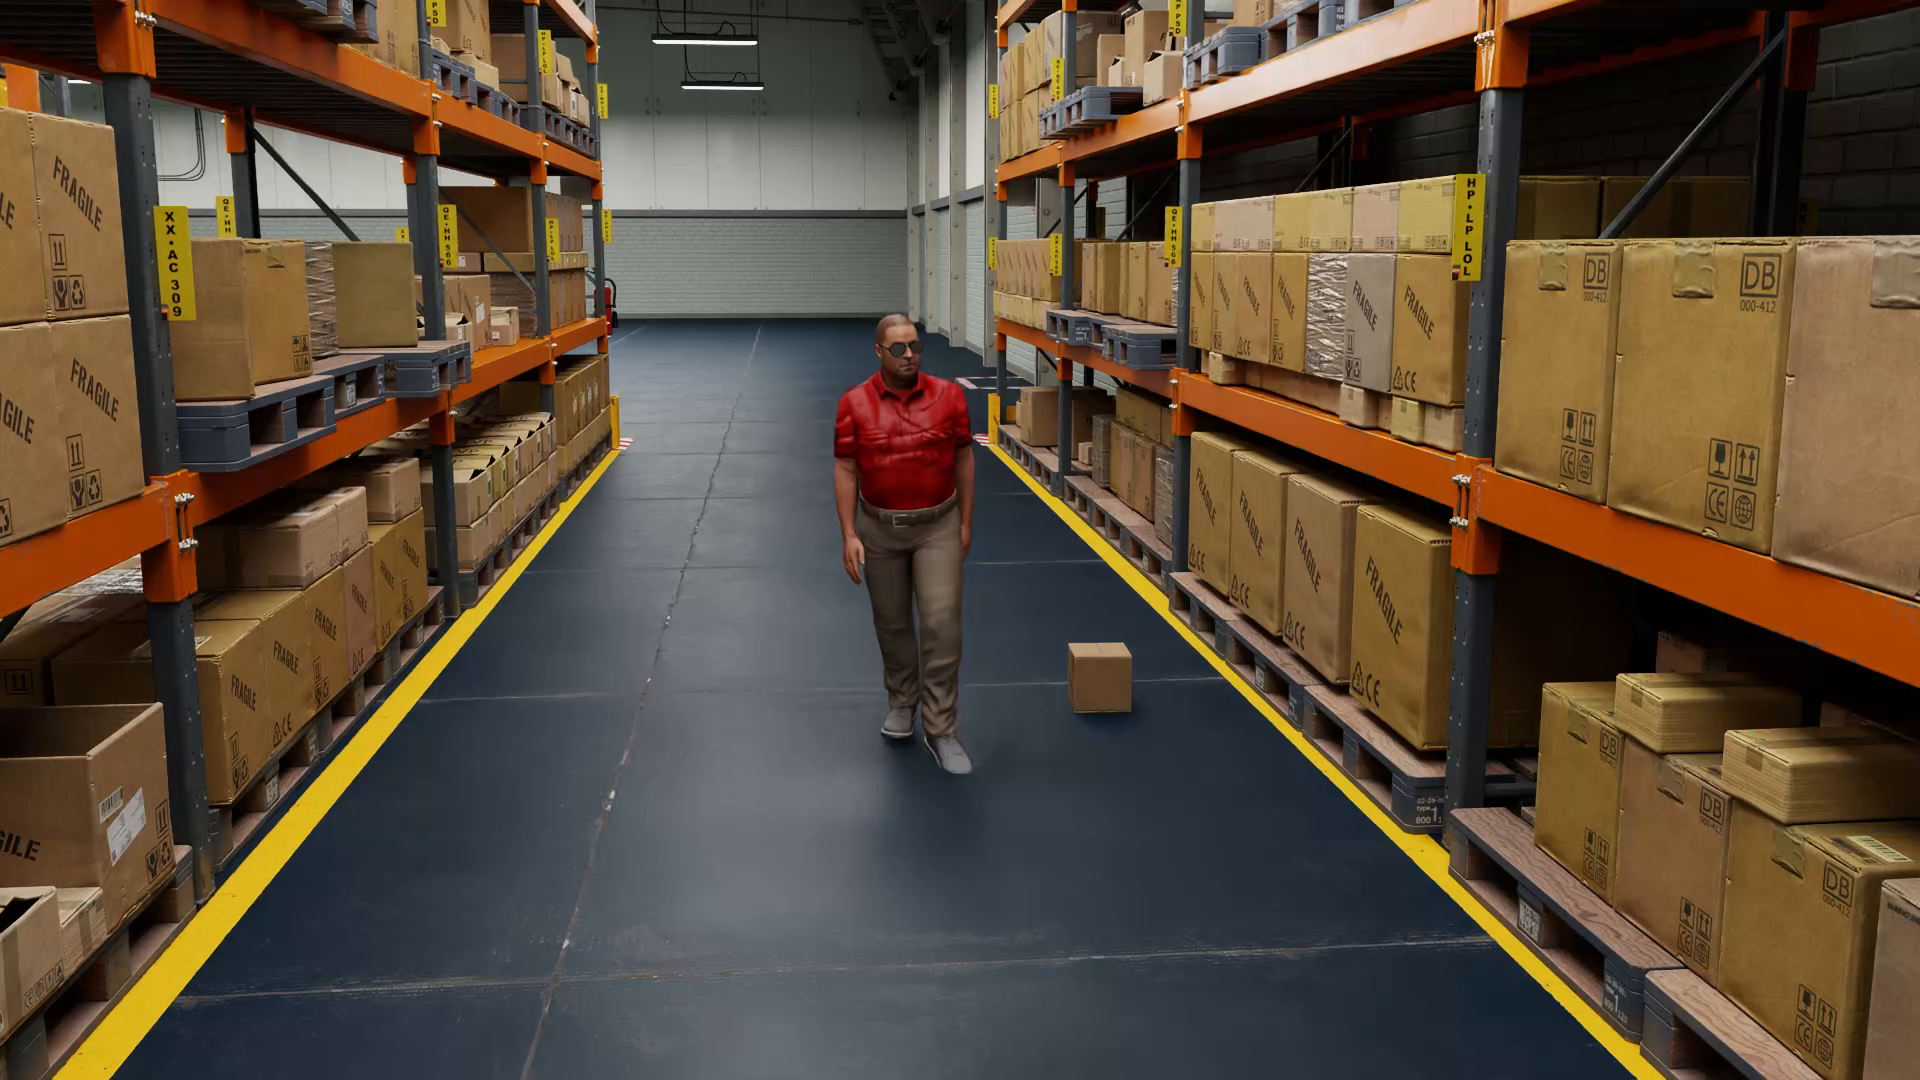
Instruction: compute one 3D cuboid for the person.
[{"bbox_3d":[-0.209,0.004,6.519,0.558,1.770,0.646,0,10,3],"label":"person"}]
